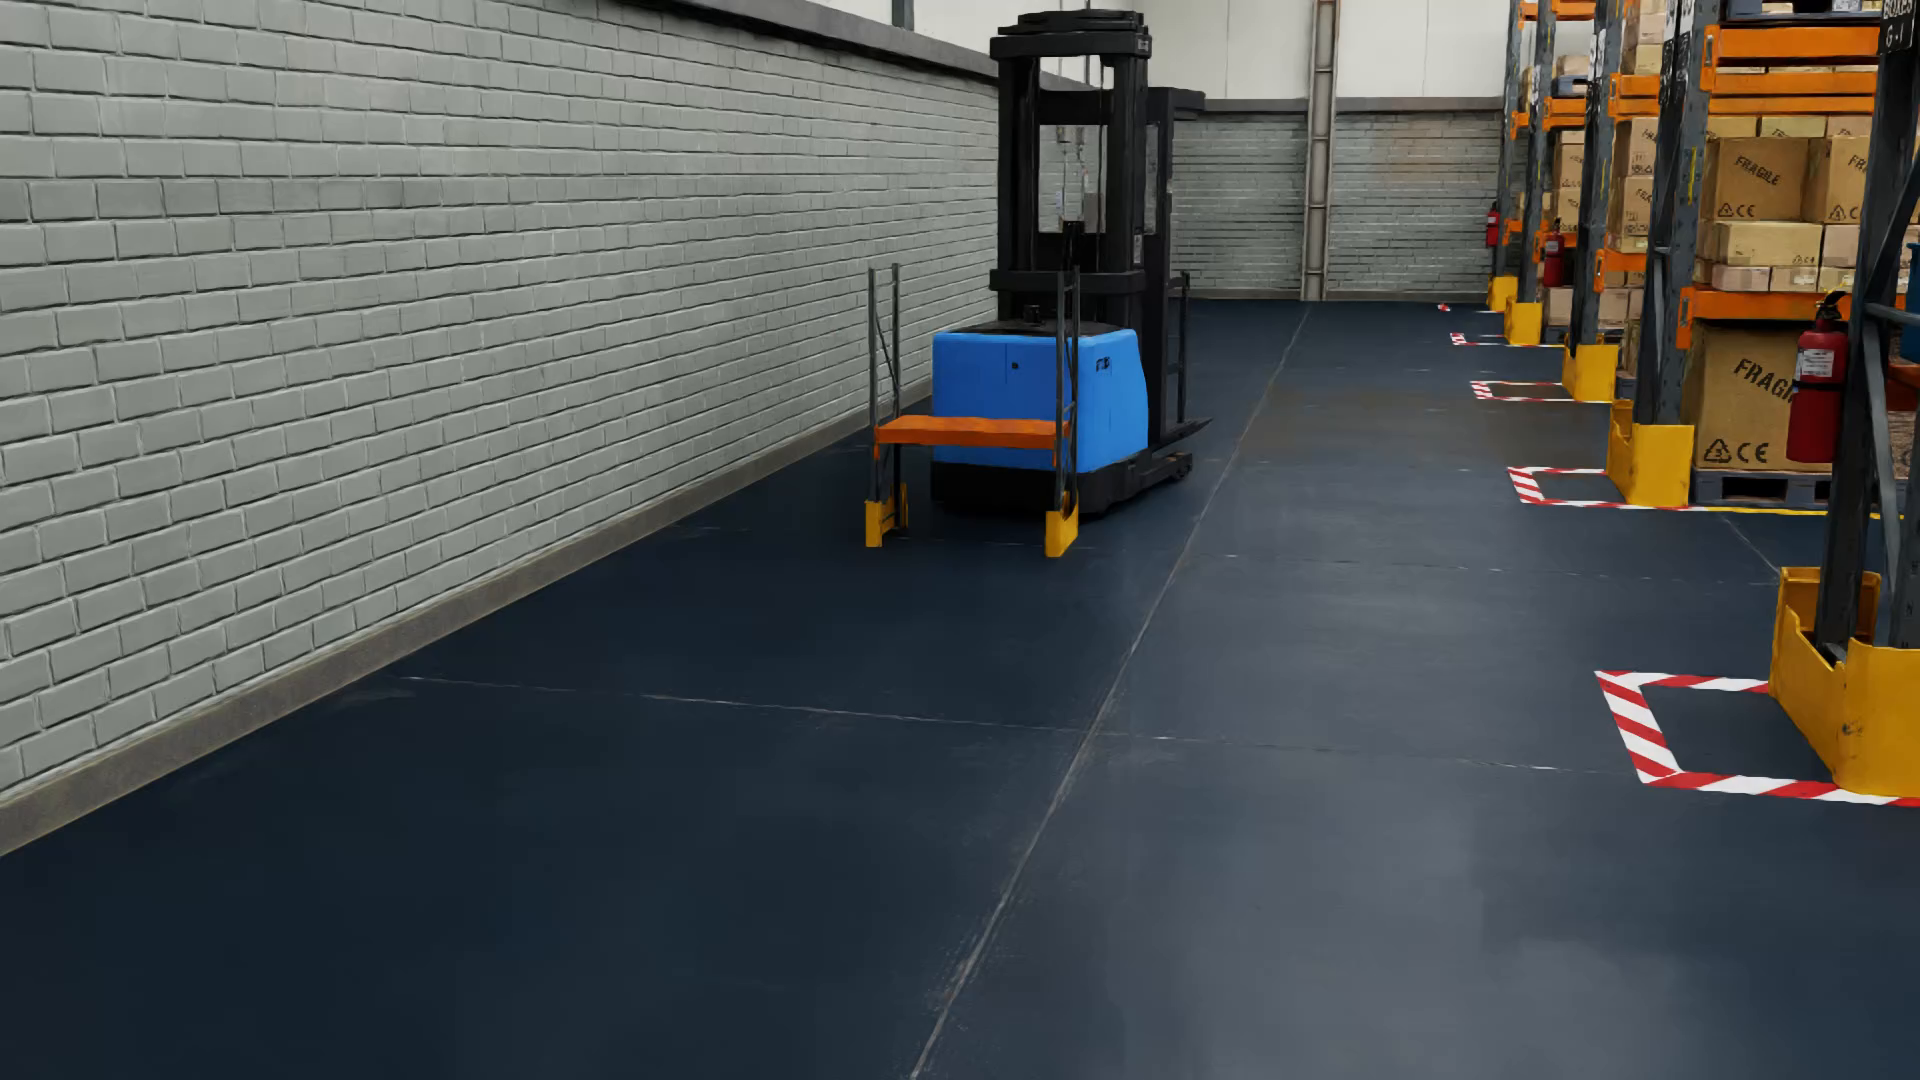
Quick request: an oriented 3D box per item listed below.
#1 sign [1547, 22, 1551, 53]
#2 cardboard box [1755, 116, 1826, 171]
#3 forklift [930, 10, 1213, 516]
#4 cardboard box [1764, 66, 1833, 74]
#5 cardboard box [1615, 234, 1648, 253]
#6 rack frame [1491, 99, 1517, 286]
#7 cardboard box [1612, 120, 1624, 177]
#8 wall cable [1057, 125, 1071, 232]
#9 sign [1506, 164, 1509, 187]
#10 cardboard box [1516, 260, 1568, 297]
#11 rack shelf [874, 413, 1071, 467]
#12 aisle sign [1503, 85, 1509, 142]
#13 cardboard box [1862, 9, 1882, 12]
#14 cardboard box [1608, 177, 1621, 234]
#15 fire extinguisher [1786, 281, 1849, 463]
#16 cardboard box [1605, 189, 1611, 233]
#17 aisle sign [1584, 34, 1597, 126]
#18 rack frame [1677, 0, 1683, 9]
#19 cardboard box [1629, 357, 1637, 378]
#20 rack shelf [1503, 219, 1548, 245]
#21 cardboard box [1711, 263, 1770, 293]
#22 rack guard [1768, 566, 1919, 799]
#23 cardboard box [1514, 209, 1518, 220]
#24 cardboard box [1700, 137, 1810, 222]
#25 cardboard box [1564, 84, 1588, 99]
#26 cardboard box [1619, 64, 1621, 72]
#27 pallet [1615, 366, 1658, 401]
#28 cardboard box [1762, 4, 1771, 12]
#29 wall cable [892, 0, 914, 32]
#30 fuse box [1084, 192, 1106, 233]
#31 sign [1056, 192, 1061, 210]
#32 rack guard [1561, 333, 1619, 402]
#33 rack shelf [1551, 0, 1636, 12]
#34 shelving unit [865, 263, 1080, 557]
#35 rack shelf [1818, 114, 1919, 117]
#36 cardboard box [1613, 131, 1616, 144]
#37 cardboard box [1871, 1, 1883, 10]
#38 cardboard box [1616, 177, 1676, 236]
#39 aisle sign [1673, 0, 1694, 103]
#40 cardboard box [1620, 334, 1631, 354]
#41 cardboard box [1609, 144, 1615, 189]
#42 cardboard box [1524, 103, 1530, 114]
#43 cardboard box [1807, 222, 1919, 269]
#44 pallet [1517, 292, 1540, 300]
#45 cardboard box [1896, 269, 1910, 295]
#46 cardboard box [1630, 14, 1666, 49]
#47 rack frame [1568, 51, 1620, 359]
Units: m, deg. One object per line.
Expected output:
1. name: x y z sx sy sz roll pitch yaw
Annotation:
1. sign: 6.661 -5.685 18.808 0.005 0.325 0.100 3 13 14
2. cardboard box: 7.076 -3.372 14.283 0.500 0.500 0.500 3 13 12
3. forklift: 0.910 -1.847 10.790 1.130 2.935 3.031 6 14 25
4. cardboard box: 7.100 -4.088 14.154 0.500 0.250 0.500 3 13 12
5. cardboard box: 5.948 -2.618 14.686 0.250 0.149 0.380 3 13 13
6. rack frame: 7.986 -4.916 24.466 0.127 3.000 1.000 3 13 14
7. cardboard box: 6.216 -3.537 15.023 0.500 0.500 0.500 3 13 12
8. wall cable: 1.320 -4.671 20.944 0.123 1.953 0.585 3 13 14
9. sign: 7.856 -5.225 23.858 0.005 0.325 0.100 3 13 14
10. cardboard box: 8.557 -3.851 24.458 0.637 0.503 0.797 3 13 11
11. rack shelf: 0.083 -0.552 9.090 1.000 0.185 0.538 3 13 14
12. aisle sign: 7.849 -6.127 23.923 0.004 0.787 0.394 3 13 14
13. cardboard box: 7.562 -4.302 13.966 0.500 0.250 0.500 3 13 11
14. cardboard box: 6.210 -3.051 15.141 0.500 0.500 0.500 3 13 15
15. fire extinguisher: 3.202 -0.630 6.188 0.183 0.674 0.296 3 13 14
16. cardboard box: 7.695 -3.815 19.274 0.500 0.500 0.500 3 13 13
17. aisle sign: 5.713 -4.162 15.065 0.004 0.787 0.394 3 13 14
18. rack frame: 4.426 -4.717 9.718 0.127 3.000 1.000 3 13 14
19. cardboard box: 6.144 -1.545 14.883 0.250 0.149 0.380 3 13 15
20. rack shelf: 9.928 -4.461 24.077 4.000 0.370 1.077 3 13 14
21. cardboard box: 4.691 -1.578 9.999 0.250 0.149 0.380 3 13 14
22. rack guard: 3.213 0.475 5.937 0.348 0.500 1.175 3 13 14
23. cardboard box: 8.372 -4.833 24.671 0.250 0.149 0.380 3 13 13
24. cardboard box: 4.962 -2.256 10.406 0.500 0.500 0.500 3 13 14
25. cardboard box: 8.850 -6.350 23.663 0.500 0.250 0.500 3 13 15
26. cardboard box: 7.685 -5.458 19.365 0.250 0.149 0.380 2 13 9
27. pallet: 6.566 -1.411 15.106 1.213 0.211 1.003 3 13 14
28. cardboard box: 6.697 -4.532 14.081 0.250 0.149 0.380 3 13 14
29. wall cable: -0.238 -7.306 13.959 0.120 5.999 2.277 3 13 14
30. fuse box: 1.965 -3.965 23.154 0.414 1.711 0.539 3 13 14
31. sign: 1.249 -4.285 20.997 0.001 0.218 0.327 3 13 14
32. rack guard: 5.786 -1.602 15.298 0.348 0.500 1.175 3 13 14
33. rack shelf: 8.742 -6.151 18.765 4.000 0.370 1.077 3 13 14
34. shelving unit: 0.074 -0.728 9.053 1.083 1.500 0.587 3 13 14
35. rack shelf: 13.811 -5.718 22.816 4.000 0.370 1.077 3 13 14
36. cardboard box: 7.575 -4.613 19.063 0.250 0.149 0.380 3 13 15
37. cardboard box: 7.714 -4.477 13.836 0.250 0.149 0.380 3 13 13
38. cardboard box: 6.082 -2.939 14.636 0.500 0.500 0.500 4 13 16
39. aisle sign: 4.284 -2.998 9.819 0.004 0.787 0.394 3 13 14
40. cardboard box: 6.293 -1.817 15.424 0.250 0.149 0.380 3 13 12
41. cardboard box: 7.701 -4.299 19.145 0.500 0.500 0.500 3 13 12
42. cardboard box: 8.240 -6.192 23.874 0.250 0.149 0.380 3 13 15
43. cardboard box: 5.333 -1.753 9.868 0.500 0.250 0.500 3 13 13
44. pallet: 8.834 -3.509 24.565 1.213 0.211 1.003 3 13 14
45. cardboard box: 5.443 -1.538 9.821 0.250 0.149 0.380 3 13 13
46. cardboard box: 6.086 -4.383 14.331 0.500 0.250 0.500 3 13 14
47. rack frame: 5.712 -2.826 15.045 0.127 3.000 1.000 3 13 14
